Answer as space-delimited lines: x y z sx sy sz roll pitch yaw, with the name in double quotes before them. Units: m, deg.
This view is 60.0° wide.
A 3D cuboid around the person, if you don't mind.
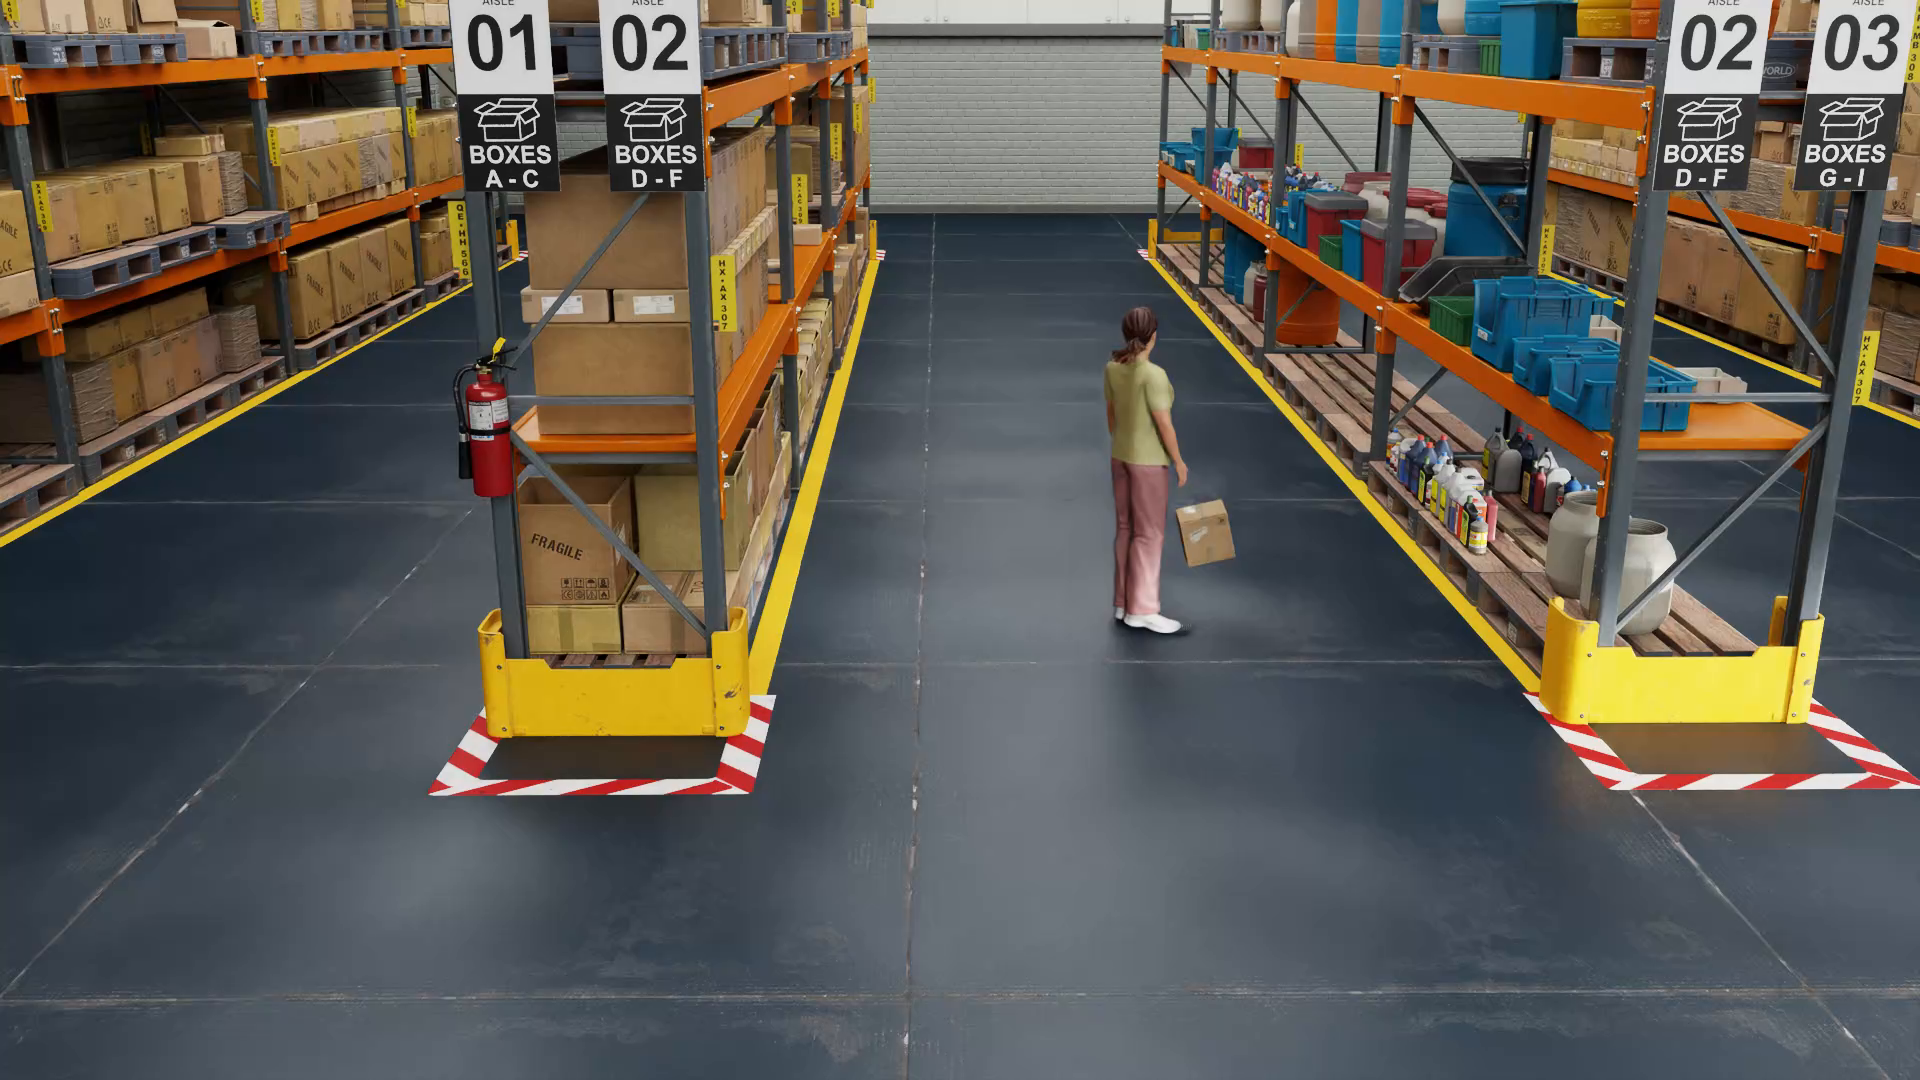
"person" 0.973 -0.375 8.716 0.369 1.677 0.564 -11 20 -31
